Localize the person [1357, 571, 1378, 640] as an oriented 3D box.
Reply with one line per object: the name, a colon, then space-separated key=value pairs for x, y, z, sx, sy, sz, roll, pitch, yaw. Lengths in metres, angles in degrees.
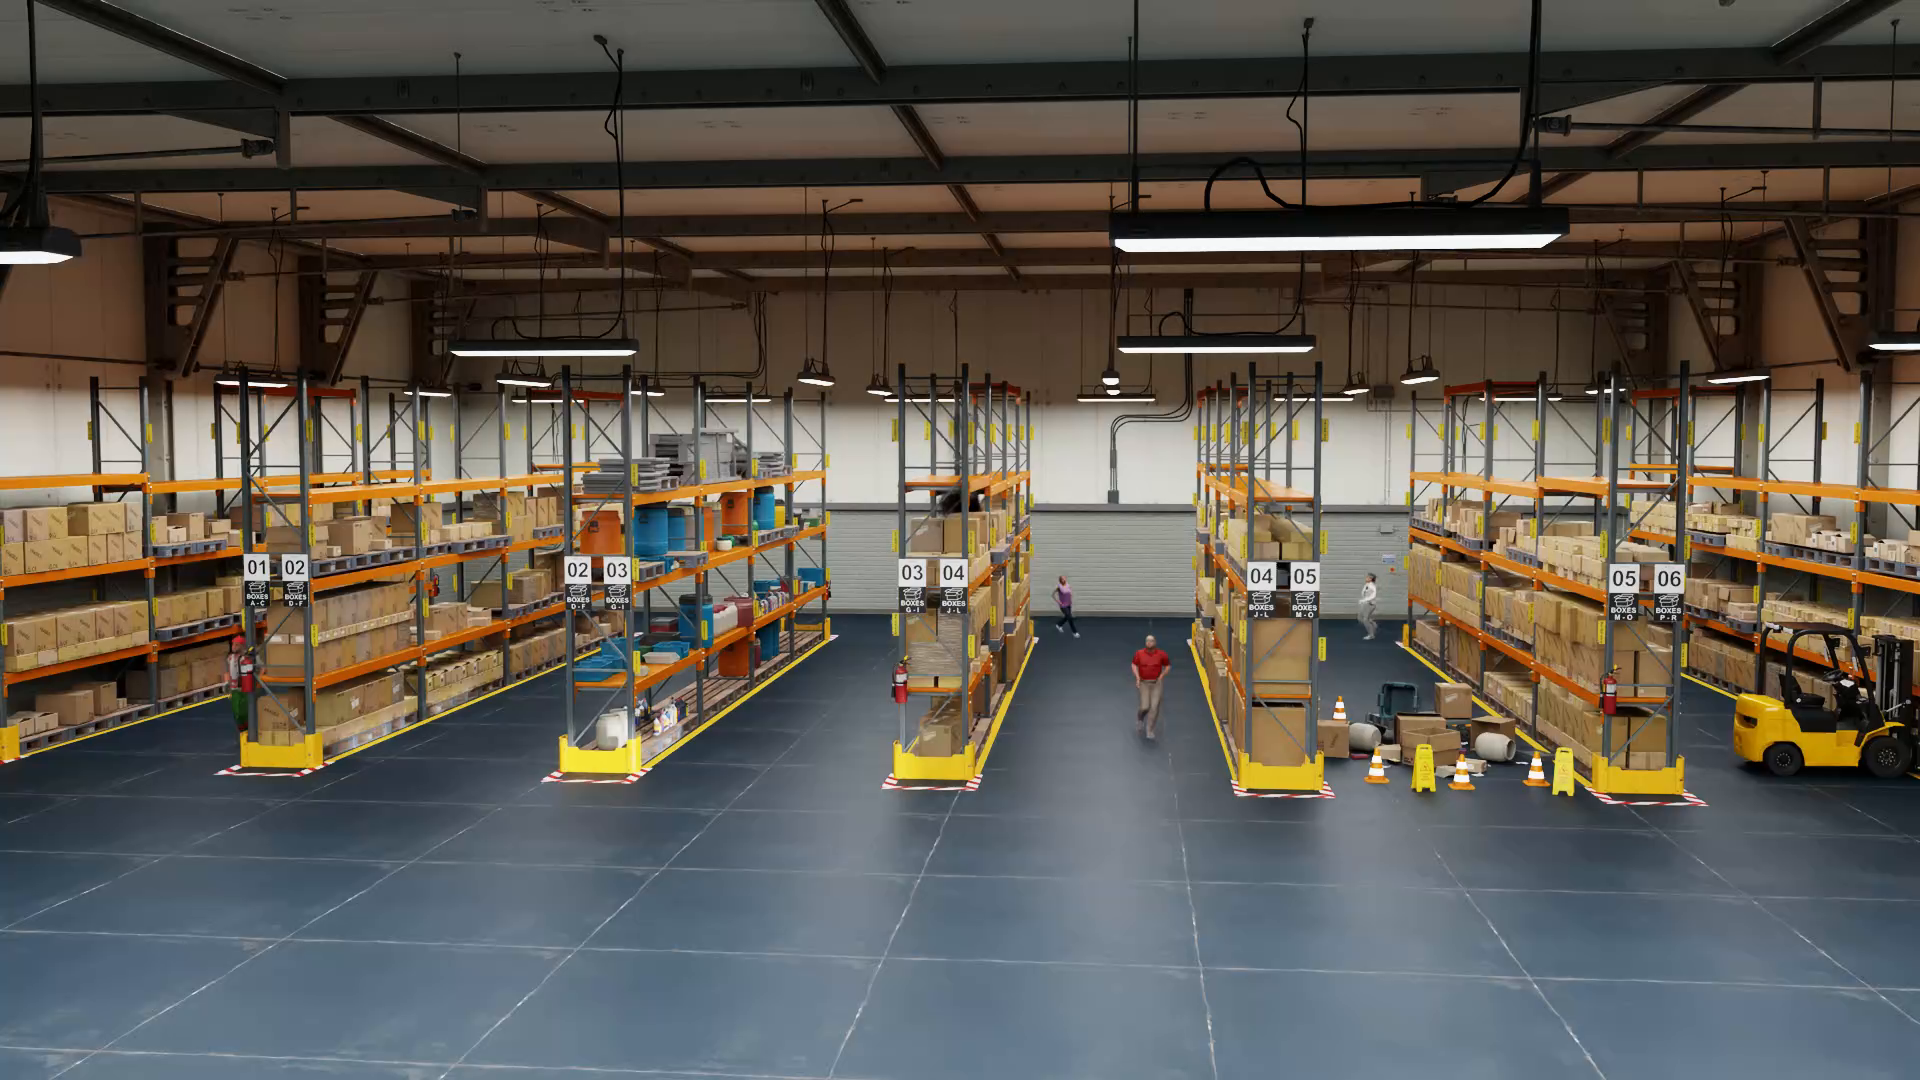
person: x=9.928 y=1.589 z=40.439 sx=0.548 sy=1.659 sz=0.613 roll=0 pitch=4 yaw=-4

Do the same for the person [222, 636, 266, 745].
person: x=-11.529 y=2.415 z=26.791 sx=0.668 sy=1.749 sz=0.678 roll=1 pitch=4 yaw=8

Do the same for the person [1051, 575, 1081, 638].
person: x=2.510 y=1.614 z=40.746 sx=0.578 sy=1.557 sz=0.838 roll=-3 pitch=5 yaw=-42

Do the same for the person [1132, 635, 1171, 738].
person: x=3.148 y=2.406 z=27.378 sx=0.649 sy=1.697 sz=0.629 roll=0 pitch=4 yaw=6
